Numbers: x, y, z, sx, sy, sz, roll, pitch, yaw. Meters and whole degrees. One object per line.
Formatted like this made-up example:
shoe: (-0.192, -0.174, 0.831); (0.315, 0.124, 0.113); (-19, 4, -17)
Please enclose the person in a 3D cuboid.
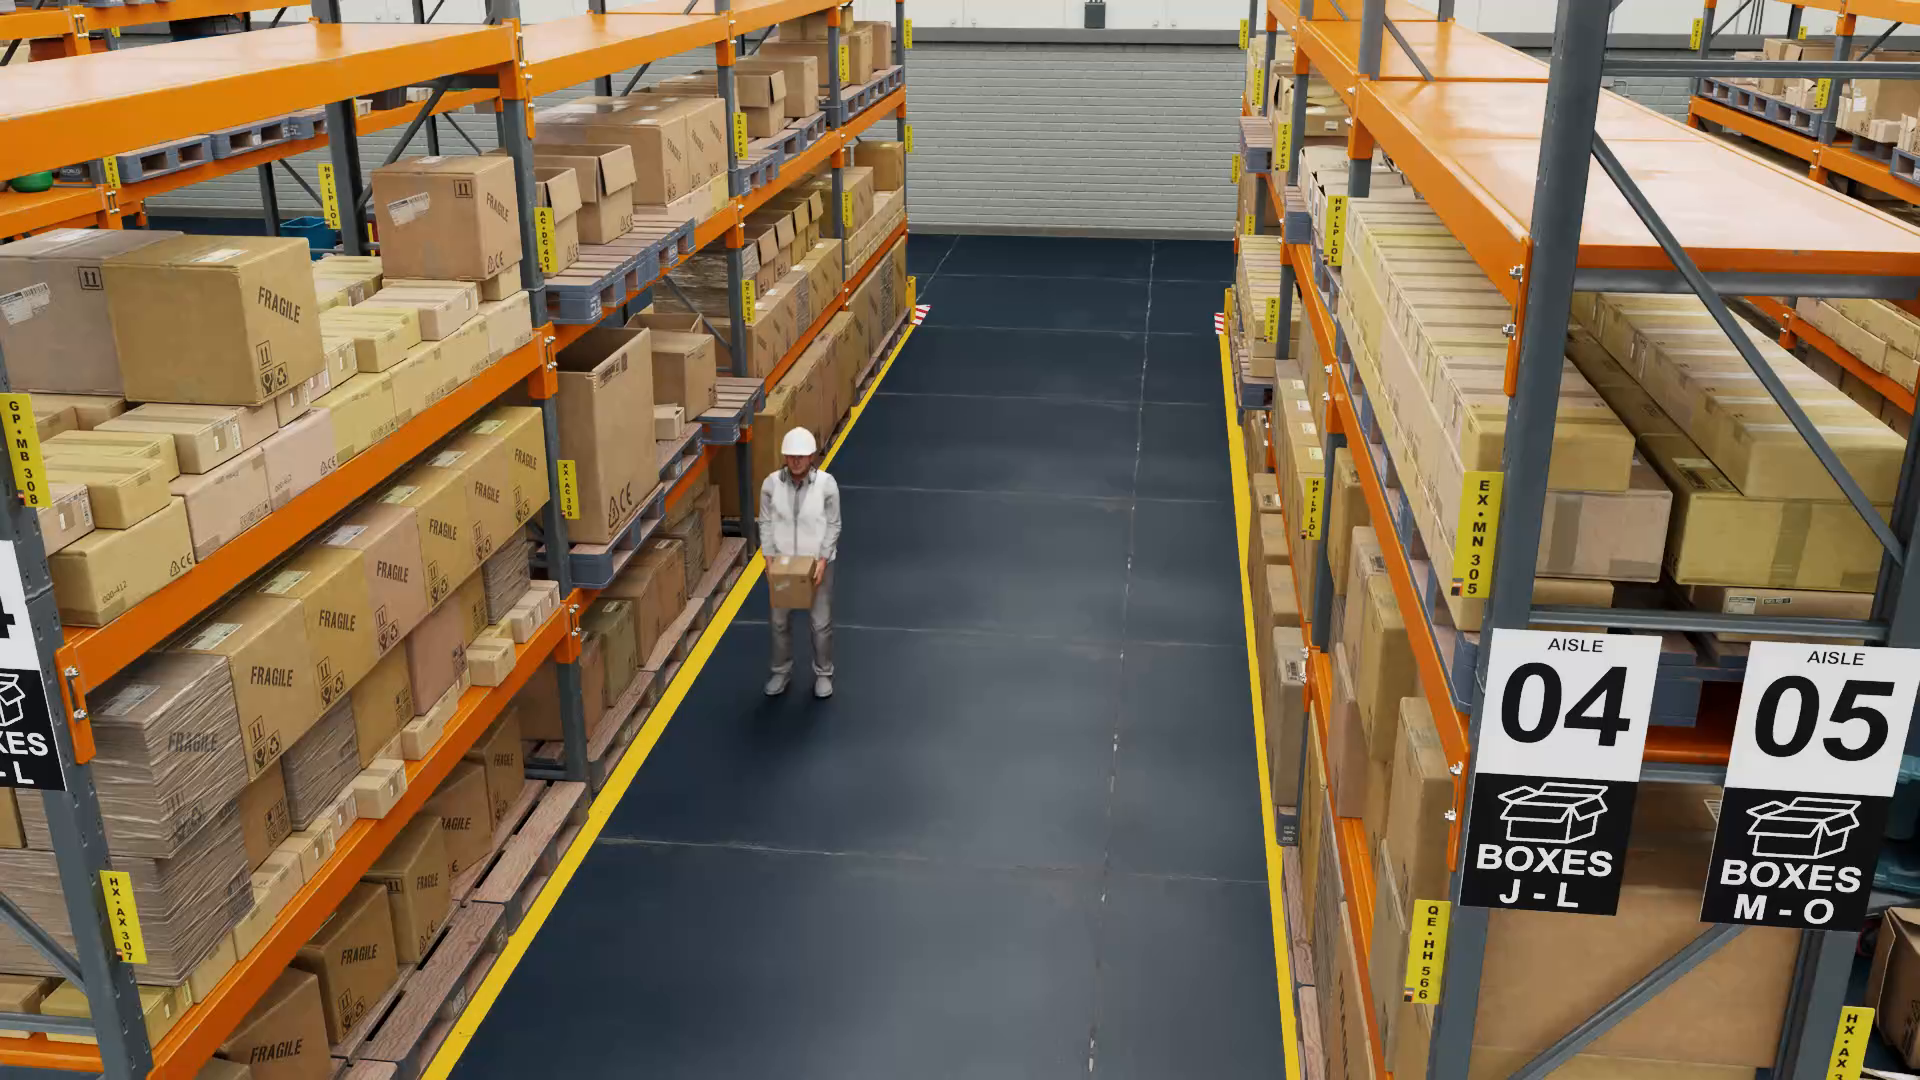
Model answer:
person: (-1.021, 0.148, 10.650); (0.542, 1.780, 0.493); (2, 21, 6)
